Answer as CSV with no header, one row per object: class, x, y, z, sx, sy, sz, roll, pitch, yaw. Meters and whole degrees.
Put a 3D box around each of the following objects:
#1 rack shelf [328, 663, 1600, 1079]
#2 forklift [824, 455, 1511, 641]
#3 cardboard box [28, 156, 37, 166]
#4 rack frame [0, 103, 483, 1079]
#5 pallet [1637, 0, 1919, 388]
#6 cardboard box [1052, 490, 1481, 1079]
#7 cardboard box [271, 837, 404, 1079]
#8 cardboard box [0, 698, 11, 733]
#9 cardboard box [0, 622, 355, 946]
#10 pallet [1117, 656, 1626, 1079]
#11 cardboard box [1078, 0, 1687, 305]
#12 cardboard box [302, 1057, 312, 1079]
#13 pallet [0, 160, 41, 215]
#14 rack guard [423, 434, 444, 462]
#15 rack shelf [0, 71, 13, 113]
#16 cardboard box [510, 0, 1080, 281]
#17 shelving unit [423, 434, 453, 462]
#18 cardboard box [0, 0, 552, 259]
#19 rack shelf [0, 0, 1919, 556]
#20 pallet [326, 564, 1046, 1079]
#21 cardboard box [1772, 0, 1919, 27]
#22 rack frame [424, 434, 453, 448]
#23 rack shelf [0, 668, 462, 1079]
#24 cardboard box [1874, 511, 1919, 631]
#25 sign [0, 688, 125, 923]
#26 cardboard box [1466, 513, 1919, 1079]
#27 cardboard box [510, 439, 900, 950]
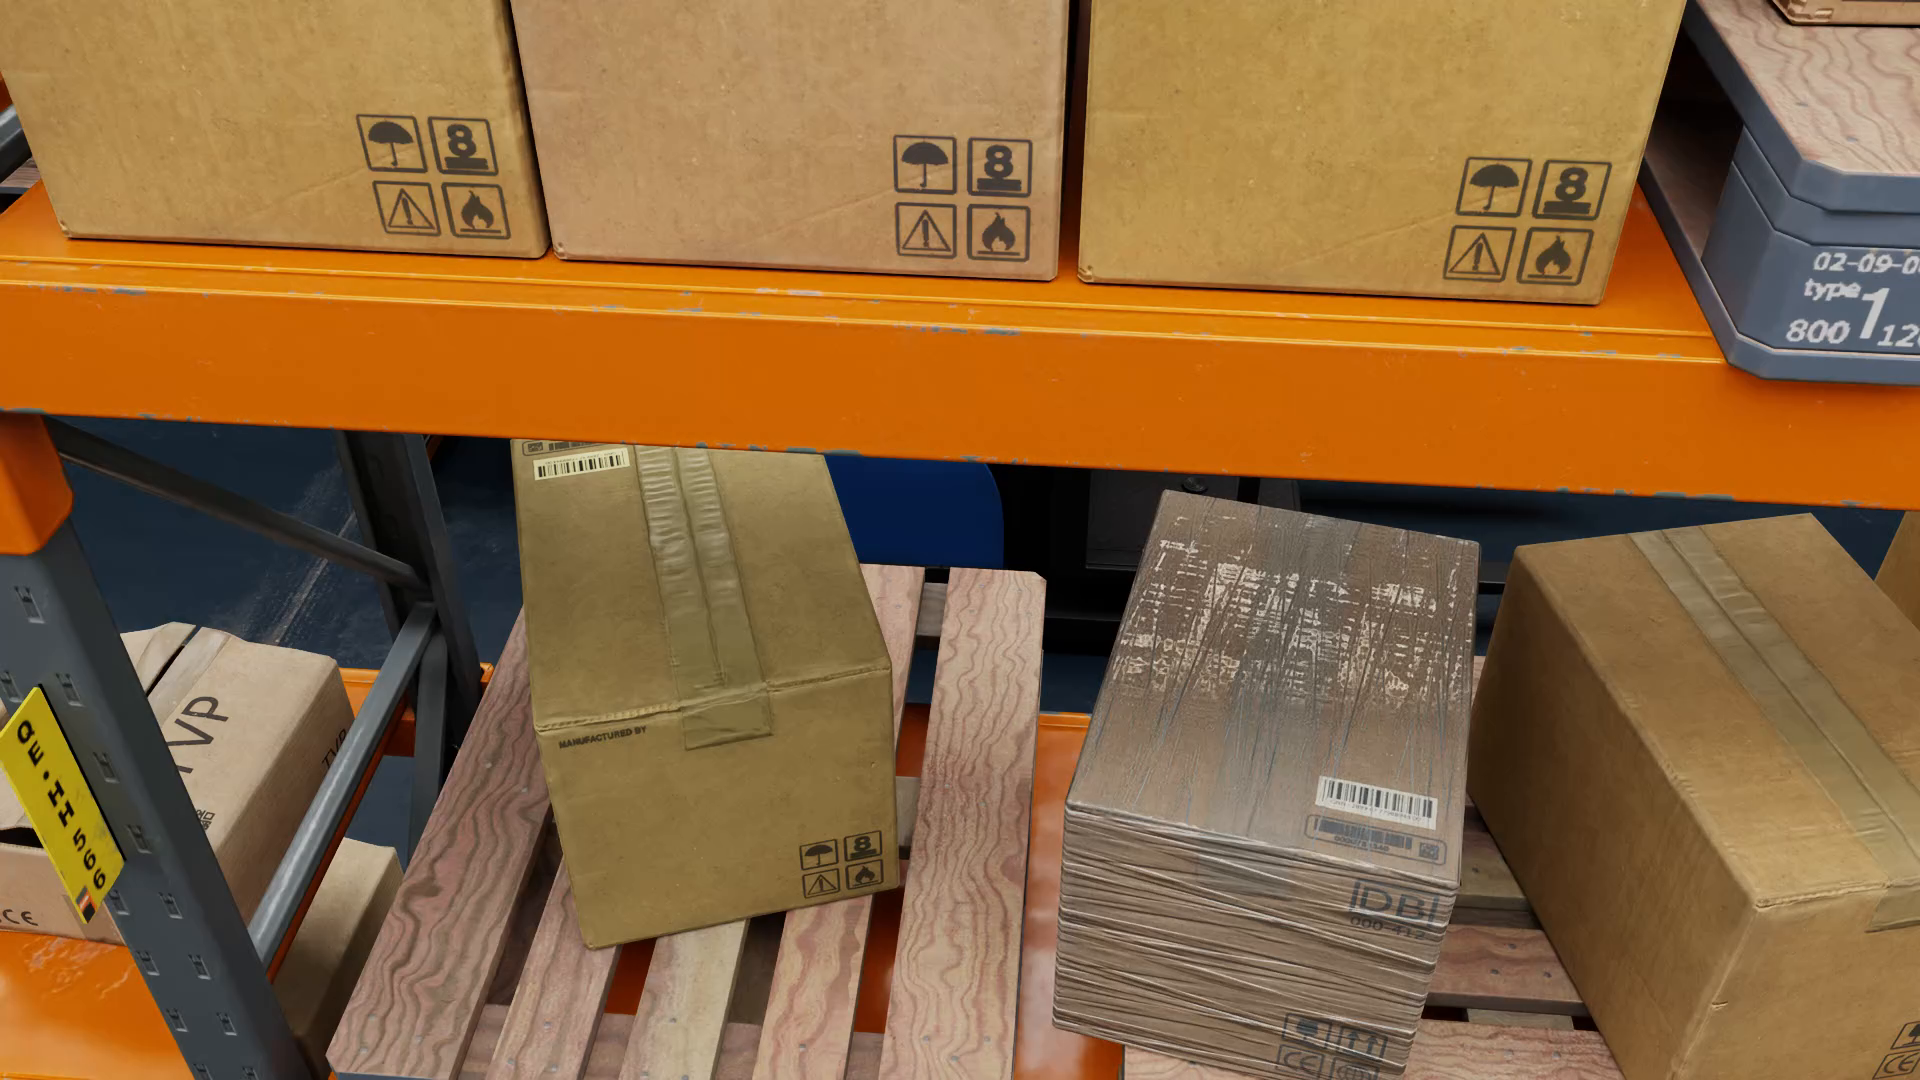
rack shelf,0.931,0.819,2.937,4.000,0.370,1.077,3,39,4
forklift,0.628,-1.103,4.784,3.031,2.935,1.130,3,39,4
cardboard box,-3.888,-2.074,7.553,0.500,0.500,0.700,4,39,5
rack frame,-1.061,0.431,2.844,0.127,3.000,1.000,3,39,4
pallet,1.246,-0.575,1.853,1.003,0.211,1.213,3,39,4
cardboard box,0.470,0.363,2.516,0.500,0.500,0.700,10,40,12
cardboard box,-1.558,0.904,3.664,0.500,0.311,0.500,4,39,5
cardboard box,-1.936,0.295,3.081,0.500,0.311,0.500,3,39,3
cardboard box,-1.420,0.419,2.930,0.500,0.311,0.500,5,39,7
pallet,0.876,0.609,2.778,1.213,0.211,1.003,3,39,4
cardboard box,0.402,-0.712,1.793,0.500,0.500,0.910,3,39,4
cardboard box,-1.605,1.244,3.247,0.500,0.311,0.500,4,39,5
pallet,-3.847,-1.779,7.769,1.213,0.211,1.003,3,39,4
rack guard,-1.909,-0.390,6.031,0.087,0.250,0.587,3,39,4
rack shelf,-3.054,-0.562,2.258,4.000,0.370,1.077,3,39,4
cardboard box,-0.116,-0.740,1.828,0.500,0.500,0.910,3,39,4
shelving unit,-1.413,-0.846,5.601,1.083,1.500,0.587,3,39,4
cardboard box,-0.624,-0.768,1.862,0.500,0.500,0.910,3,39,4
rack shelf,0.931,-0.344,1.990,4.000,0.370,1.077,3,39,4
pallet,-0.380,0.499,2.913,1.003,0.211,1.213,3,39,4
cardboard box,1.099,-0.899,1.611,0.600,0.600,0.600,2,39,2
rack frame,-1.928,-0.876,5.638,0.032,1.500,0.500,3,39,4
rack shelf,-3.054,0.601,3.205,4.000,0.370,1.077,3,39,4
cardboard box,1.780,0.284,2.614,0.500,0.500,0.700,9,40,11
sign,-1.106,0.332,2.049,0.005,0.325,0.100,3,39,4
cardboard box,1.158,0.390,2.483,0.500,0.500,0.700,-6,40,-8
cardboard box,-0.424,0.193,2.725,0.500,0.500,0.700,-9,40,-11
